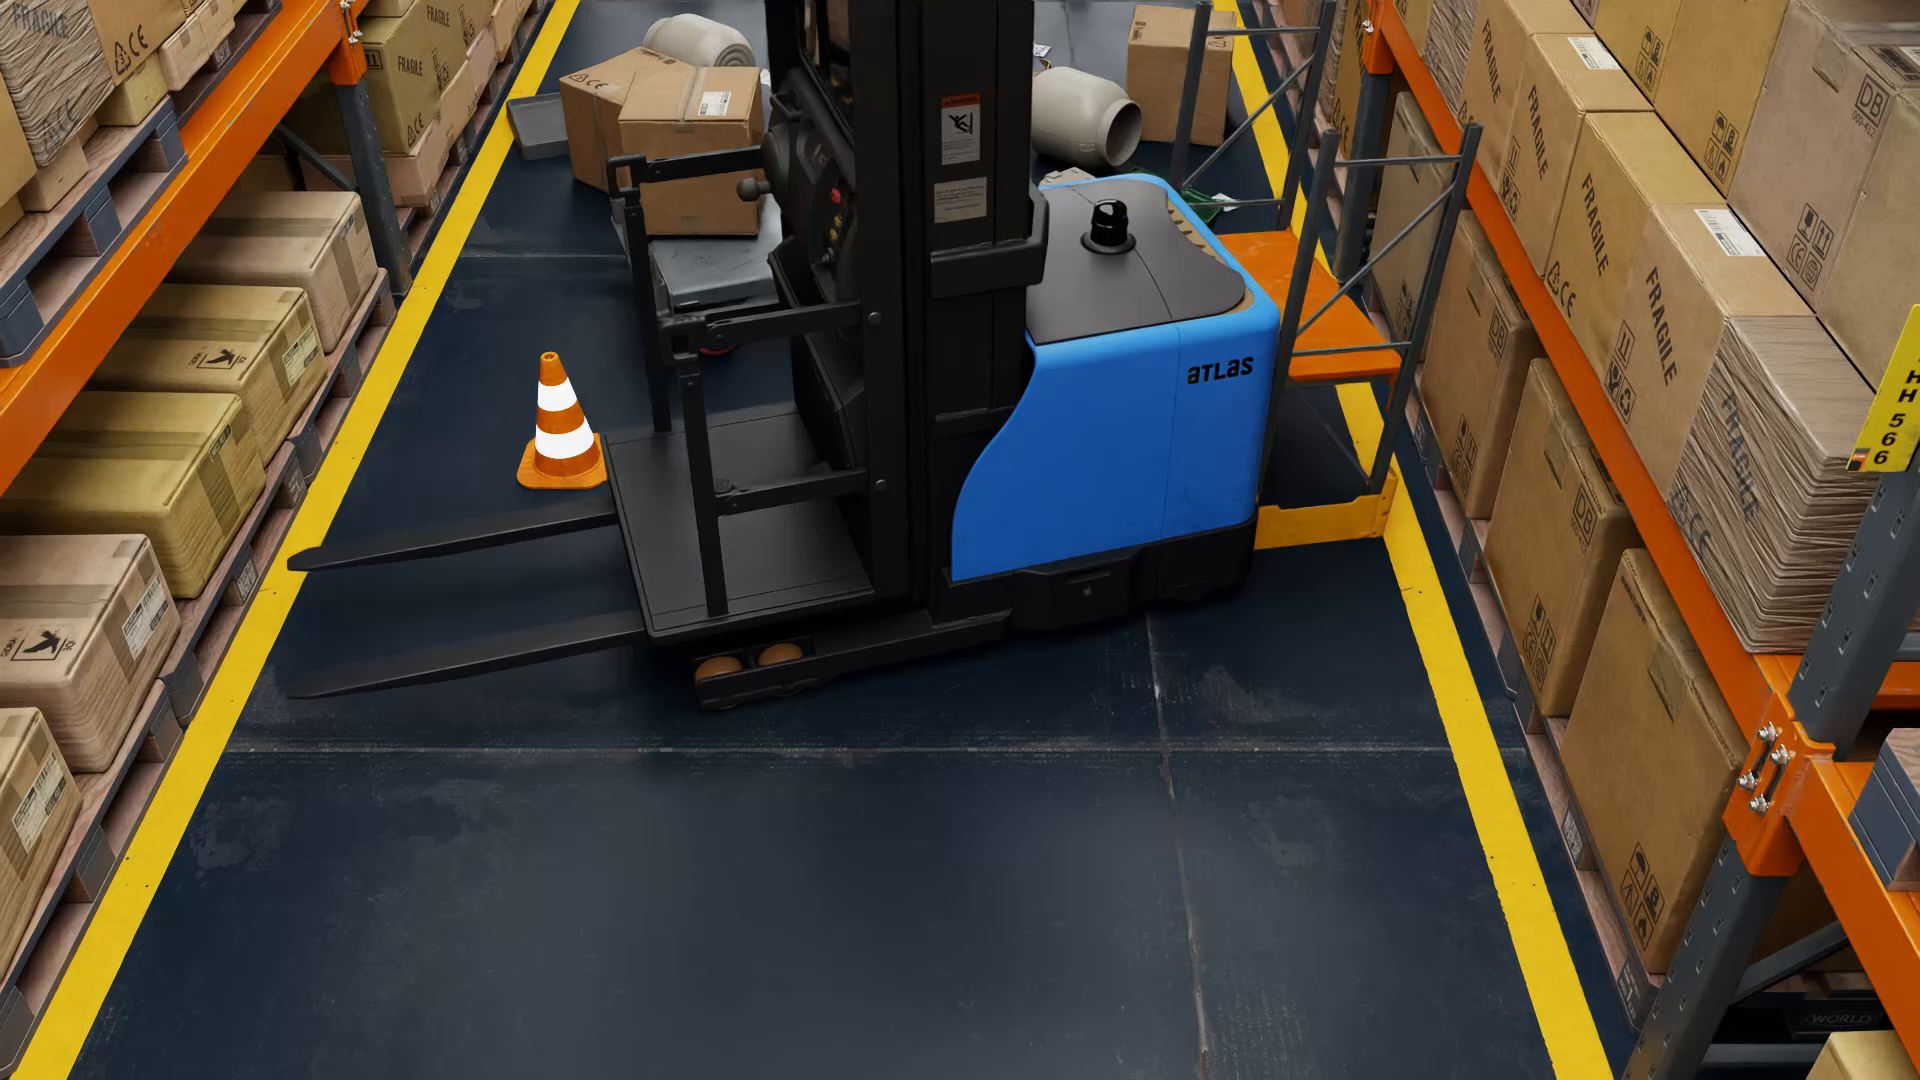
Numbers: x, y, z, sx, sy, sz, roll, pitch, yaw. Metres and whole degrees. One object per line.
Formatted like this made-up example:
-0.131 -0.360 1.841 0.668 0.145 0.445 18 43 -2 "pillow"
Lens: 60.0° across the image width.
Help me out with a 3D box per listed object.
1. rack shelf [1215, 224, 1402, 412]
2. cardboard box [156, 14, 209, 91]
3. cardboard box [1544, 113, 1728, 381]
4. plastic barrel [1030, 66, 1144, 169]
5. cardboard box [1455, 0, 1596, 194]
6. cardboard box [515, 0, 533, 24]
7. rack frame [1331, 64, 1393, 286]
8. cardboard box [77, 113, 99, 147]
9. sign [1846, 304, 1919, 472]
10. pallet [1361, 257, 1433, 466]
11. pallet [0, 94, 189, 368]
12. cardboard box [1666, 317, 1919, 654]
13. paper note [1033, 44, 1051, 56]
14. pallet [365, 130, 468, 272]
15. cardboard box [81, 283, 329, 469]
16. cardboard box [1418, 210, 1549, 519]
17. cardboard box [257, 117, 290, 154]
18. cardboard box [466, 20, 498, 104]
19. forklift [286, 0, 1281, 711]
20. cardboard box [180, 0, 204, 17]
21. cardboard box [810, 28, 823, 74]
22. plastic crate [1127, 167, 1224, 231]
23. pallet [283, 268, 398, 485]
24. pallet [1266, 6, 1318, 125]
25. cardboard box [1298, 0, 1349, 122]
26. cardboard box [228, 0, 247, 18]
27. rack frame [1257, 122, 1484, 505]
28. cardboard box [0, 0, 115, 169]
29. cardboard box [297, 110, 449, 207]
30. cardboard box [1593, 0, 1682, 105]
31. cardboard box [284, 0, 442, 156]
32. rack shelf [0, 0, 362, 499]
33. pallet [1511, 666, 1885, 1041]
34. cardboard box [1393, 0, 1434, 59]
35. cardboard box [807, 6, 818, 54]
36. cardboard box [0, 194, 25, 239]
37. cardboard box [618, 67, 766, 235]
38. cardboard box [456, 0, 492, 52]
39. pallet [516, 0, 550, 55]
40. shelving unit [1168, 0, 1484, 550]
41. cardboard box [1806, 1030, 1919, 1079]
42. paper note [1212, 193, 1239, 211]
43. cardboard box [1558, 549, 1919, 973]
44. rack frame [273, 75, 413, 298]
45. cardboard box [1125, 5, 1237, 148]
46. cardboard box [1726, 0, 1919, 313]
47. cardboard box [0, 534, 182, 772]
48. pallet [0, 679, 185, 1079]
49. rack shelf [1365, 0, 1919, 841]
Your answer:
1.095 -0.767 5.766 0.538 0.185 1.000 -6 39 -14 "rack shelf"
-2.541 -1.489 5.074 0.380 0.149 0.250 0 39 0 "cardboard box"
1.845 -0.741 4.195 0.500 0.500 0.500 -1 39 -1 "cardboard box"
0.574 -2.000 7.907 0.512 0.421 0.421 28 46 30 "plastic barrel"
1.840 -1.378 4.991 0.500 0.500 0.500 0 39 0 "cardboard box"
-2.583 -2.993 8.949 0.500 0.250 0.500 0 39 0 "cardboard box"
2.109 -2.297 6.218 1.000 3.000 0.127 0 39 0 "rack frame"
-2.680 -1.172 4.678 0.380 0.149 0.250 -1 39 -2 "cardboard box"
1.559 -0.245 2.731 0.100 0.325 0.005 0 39 0 "sign"
2.185 -0.726 6.487 1.003 0.211 1.213 0 39 0 "pallet"
-2.879 -0.892 4.617 1.003 0.211 1.213 0 39 0 "pallet"
1.845 -0.116 3.416 0.500 0.500 0.500 0 39 0 "cardboard box"
0.408 -2.683 9.075 0.144 0.017 0.142 13 40 15 "paper note"
-2.877 -1.562 7.530 1.003 0.211 1.213 0 39 0 "pallet"
-2.834 -0.591 5.854 0.950 0.372 0.625 2 39 3 "cardboard box"
2.197 -0.591 5.553 1.050 0.750 0.750 0 39 0 "cardboard box"
-3.110 -1.983 7.090 0.500 0.500 0.500 -1 39 -1 "cardboard box"
-2.587 -2.356 8.154 0.500 0.250 0.500 -1 39 -1 "cardboard box"
-0.608 -0.994 4.646 3.031 2.935 1.130 -11 40 -13 "forklift"
-2.609 -1.950 5.131 0.500 0.500 0.500 0 39 0 "cardboard box"
-0.302 -2.129 7.896 0.797 0.637 0.503 0 39 0 "cardboard box"
0.799 -1.330 7.213 0.450 0.188 0.662 27 45 16 "plastic crate"
-2.838 -0.655 6.399 1.003 0.211 1.213 0 39 0 "pallet"
2.182 -2.449 8.637 1.003 0.211 1.213 0 39 0 "pallet"
2.173 -2.589 7.945 0.875 0.875 0.875 0 39 0 "cardboard box"
-2.582 -1.809 5.474 0.380 0.149 0.250 -1 39 -1 "cardboard box"
1.235 -0.601 5.272 0.500 1.500 0.032 -6 39 -14 "rack frame"
-2.613 -1.300 4.320 0.500 0.500 0.500 -1 39 -2 "cardboard box"
-2.572 -1.690 7.323 0.500 0.250 0.500 -2 39 -2 "cardboard box"
2.118 -1.462 4.296 0.700 0.500 0.500 0 39 0 "cardboard box"
-2.572 -1.983 7.089 0.500 0.500 0.500 2 39 2 "cardboard box"
-2.839 -0.699 4.798 1.077 0.370 4.000 0 39 0 "rack shelf"
2.188 0.800 4.583 1.003 0.211 1.213 0 39 0 "pallet"
1.841 -2.007 5.776 0.500 0.500 0.500 0 39 0 "cardboard box"
-0.824 -2.801 9.127 0.380 0.149 0.250 20 43 23 "cardboard box"
-2.669 -0.845 4.271 0.380 0.149 0.250 1 39 2 "cardboard box"
-1.061 -1.570 6.704 0.500 0.500 0.500 0 39 0 "cardboard box"
-2.583 -2.642 7.911 0.500 0.500 0.500 2 39 2 "cardboard box"
-2.880 -3.088 9.434 1.003 0.211 1.213 0 39 0 "pallet"
1.110 -0.903 5.650 0.587 1.500 1.083 -6 39 -14 "shelving unit"
1.872 1.155 2.974 0.500 0.250 0.500 -2 39 -2 "cardboard box"
1.203 -1.558 7.670 0.147 0.020 0.142 -28 46 -30 "paper note"
2.203 0.538 4.144 1.050 0.750 0.750 -1 39 -1 "cardboard box"
-2.841 -2.230 6.134 1.000 3.000 0.127 0 39 0 "rack frame"
1.081 -2.292 8.209 0.500 0.500 0.500 6 39 8 "cardboard box"
2.121 -0.822 3.497 0.700 0.500 0.500 -1 39 -1 "cardboard box"
-2.836 0.318 4.720 0.950 0.372 0.625 -1 39 -1 "cardboard box"
-2.836 0.871 4.495 1.003 0.211 1.213 0 39 0 "pallet"
2.111 -0.765 4.882 1.077 0.370 4.000 0 39 0 "rack shelf"
